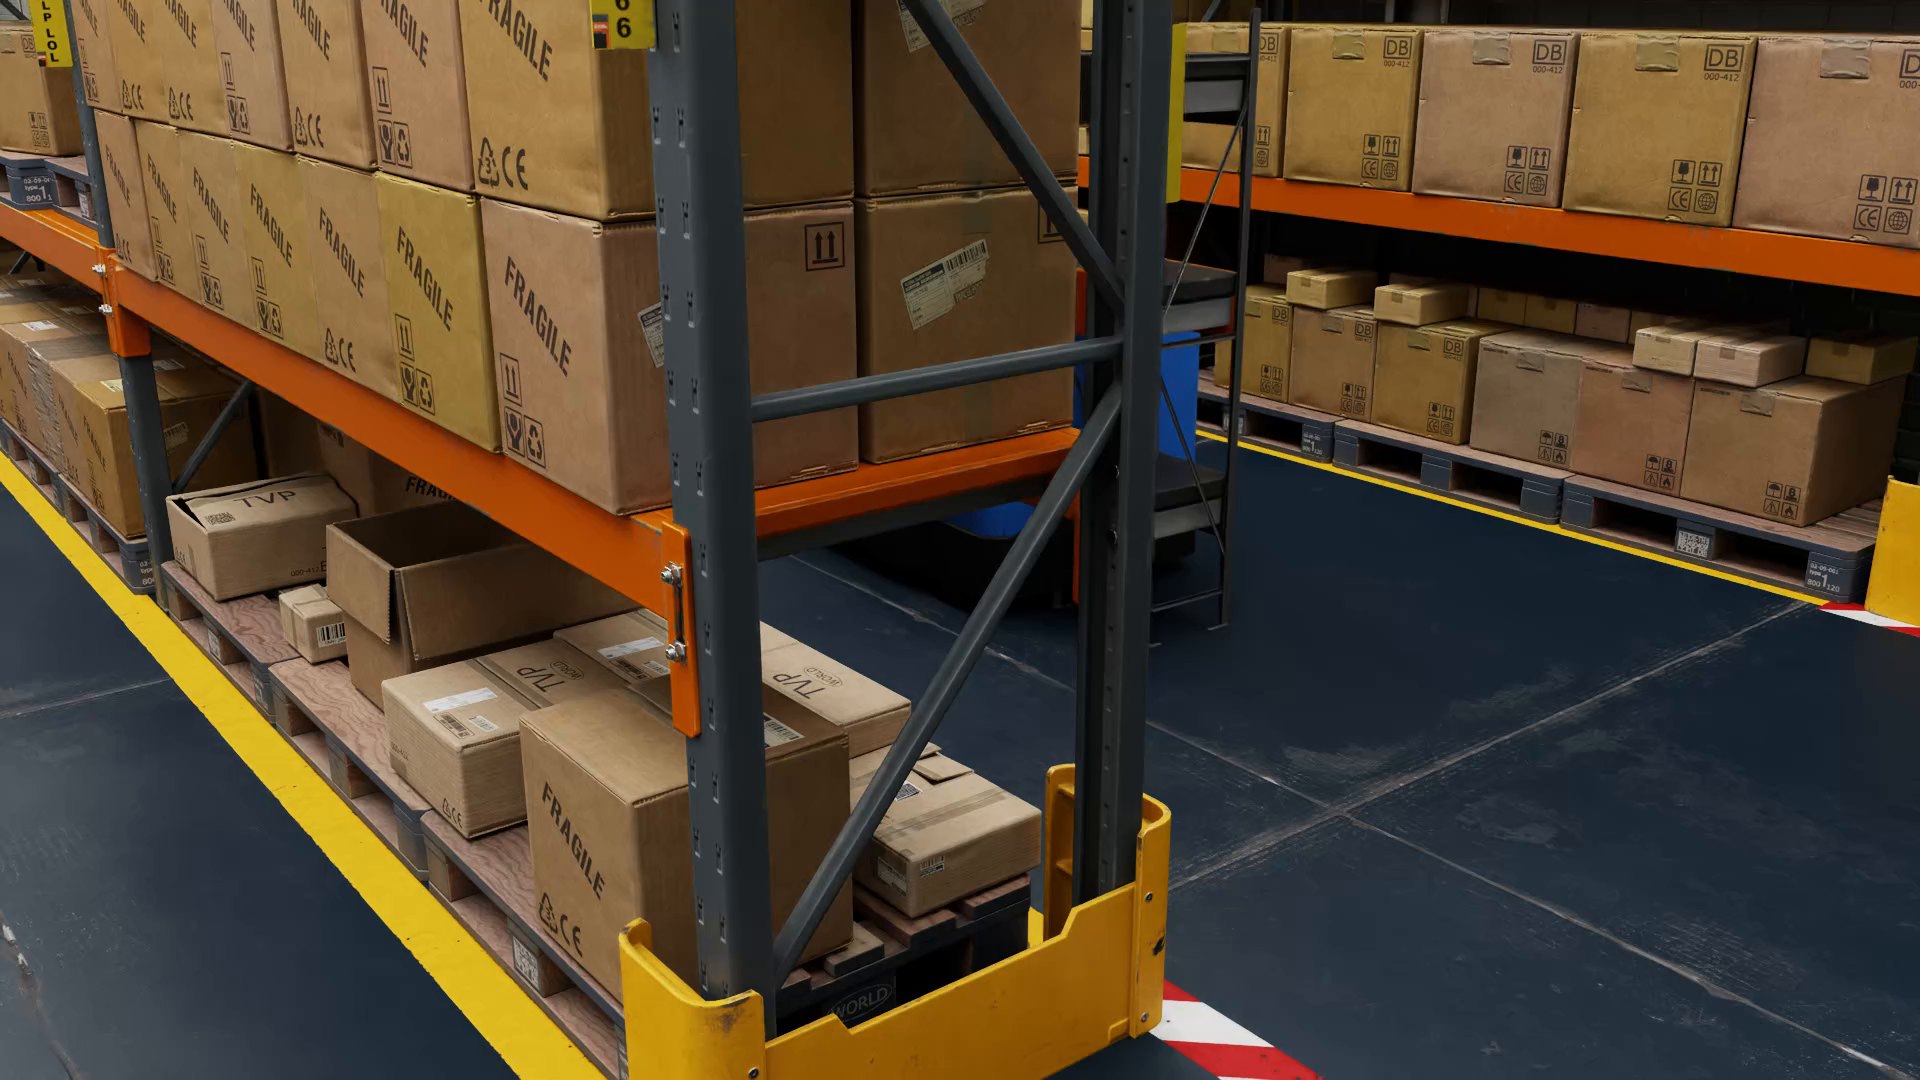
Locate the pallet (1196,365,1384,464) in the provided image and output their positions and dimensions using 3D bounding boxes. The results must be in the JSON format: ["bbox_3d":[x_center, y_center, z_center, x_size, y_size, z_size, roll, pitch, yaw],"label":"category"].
[{"bbox_3d":[1.764,-0.705,8.656,1.003,0.211,1.213,-14,23,-36],"label":"pallet"}]

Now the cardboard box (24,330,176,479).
[{"bbox_3d":[-3.670,-0.599,7.175,0.500,0.500,0.500,-14,23,-35],"label":"cardboard box"}]

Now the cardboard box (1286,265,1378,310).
[{"bbox_3d":[1.807,-1.228,8.075,0.380,0.149,0.250,-13,22,-34],"label":"cardboard box"}]

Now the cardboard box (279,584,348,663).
[{"bbox_3d":[-1.892,0.229,5.206,0.380,0.166,0.250,-14,23,-36],"label":"cardboard box"}]

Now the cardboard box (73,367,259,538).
[{"bbox_3d":[-3.059,-0.352,6.429,0.500,0.500,0.500,-14,23,-36],"label":"cardboard box"}]

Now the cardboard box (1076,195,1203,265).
[{"bbox_3d":[0.848,-1.545,9.509,0.750,0.750,0.750,-14,23,-35],"label":"cardboard box"}]

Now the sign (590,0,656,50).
[{"bbox_3d":[-0.492,-0.874,2.386,0.100,0.325,0.005,-14,23,-36],"label":"sign"}]

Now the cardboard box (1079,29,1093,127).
[{"bbox_3d":[0.869,-2.494,8.959,0.500,0.500,0.500,-14,23,-37],"label":"cardboard box"}]

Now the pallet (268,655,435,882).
[{"bbox_3d":[-1.340,0.530,4.925,1.003,0.211,1.213,-14,23,-36],"label":"pallet"}]

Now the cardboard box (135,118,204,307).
[{"bbox_3d":[-2.104,-1.007,4.972,0.500,0.500,0.500,-13,23,-35],"label":"cardboard box"}]

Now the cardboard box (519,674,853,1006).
[{"bbox_3d":[-0.575,0.614,3.514,0.500,0.500,0.500,-14,23,-36],"label":"cardboard box"}]

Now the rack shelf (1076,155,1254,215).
[{"bbox_3d":[0.111,-2.383,10.431,1.077,0.370,4.000,-14,23,-36],"label":"rack shelf"}]

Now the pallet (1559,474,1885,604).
[{"bbox_3d":[3.279,-0.104,6.840,1.003,0.211,1.213,-14,23,-36],"label":"pallet"}]

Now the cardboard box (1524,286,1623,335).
[{"bbox_3d":[2.770,-1.040,7.507,0.380,0.149,0.250,-14,23,-36],"label":"cardboard box"}]

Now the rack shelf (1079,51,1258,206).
[{"bbox_3d":[0.645,-1.365,5.460,0.431,0.518,0.480,-13,22,-33],"label":"rack shelf"}]

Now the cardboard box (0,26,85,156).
[{"bbox_3d":[-3.673,-1.934,7.104,0.500,0.500,0.700,13,23,35],"label":"cardboard box"}]

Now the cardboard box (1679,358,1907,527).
[{"bbox_3d":[3.324,-0.411,6.642,0.700,0.500,0.500,-14,23,-36],"label":"cardboard box"}]

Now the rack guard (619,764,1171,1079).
[{"bbox_3d":[-0.091,0.890,3.380,1.175,0.500,0.348,-14,23,-36],"label":"rack guard"}]

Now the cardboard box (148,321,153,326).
[{"bbox_3d":[-3.570,-1.179,7.734,0.500,0.250,0.500,-15,23,-37],"label":"cardboard box"}]

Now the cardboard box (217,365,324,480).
[{"bbox_3d":[-2.637,-0.453,6.734,0.500,0.500,0.500,-15,24,-39],"label":"cardboard box"}]

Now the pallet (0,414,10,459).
[{"bbox_3d":[-4.577,-0.734,8.744,1.003,0.211,1.213,-14,23,-36],"label":"pallet"}]

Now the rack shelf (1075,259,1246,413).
[{"bbox_3d":[0.645,-0.700,5.680,0.431,0.518,0.480,-13,22,-33],"label":"rack shelf"}]

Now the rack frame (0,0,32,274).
[{"bbox_3d":[-5.011,-2.249,8.884,1.000,3.000,0.127,-14,23,-36],"label":"rack frame"}]

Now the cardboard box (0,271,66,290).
[{"bbox_3d":[-4.953,-1.104,8.700,0.500,0.500,0.500,-13,22,-34],"label":"cardboard box"}]

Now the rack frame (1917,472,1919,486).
[{"bbox_3d":[3.837,-1.246,5.853,1.000,3.000,0.127,-14,23,-36],"label":"rack frame"}]

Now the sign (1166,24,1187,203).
[{"bbox_3d":[0.381,-0.795,3.114,0.100,0.325,0.005,-14,23,-36],"label":"sign"}]

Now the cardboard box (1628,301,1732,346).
[{"bbox_3d":[3.088,-0.914,7.128,0.380,0.149,0.250,-14,23,-36],"label":"cardboard box"}]

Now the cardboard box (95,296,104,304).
[{"bbox_3d":[-3.925,-0.959,8.264,0.500,0.500,0.500,-15,24,-38],"label":"cardboard box"}]

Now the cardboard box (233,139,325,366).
[{"bbox_3d":[-1.479,-0.758,4.221,0.500,0.500,0.500,-14,23,-37],"label":"cardboard box"}]

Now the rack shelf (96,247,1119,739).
[{"bbox_3d":[-1.286,-0.429,4.532,1.077,0.370,4.000,-14,23,-36],"label":"rack shelf"}]

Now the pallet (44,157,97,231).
[{"bbox_3d":[-2.938,-1.391,6.596,1.003,0.211,1.213,-14,23,-36],"label":"pallet"}]

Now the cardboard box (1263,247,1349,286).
[{"bbox_3d":[1.803,-1.422,8.662,0.380,0.149,0.250,-14,23,-36],"label":"cardboard box"}]

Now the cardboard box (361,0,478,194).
[{"bbox_3d":[-0.850,-0.981,3.302,0.500,0.500,0.500,-13,22,-35],"label":"cardboard box"}]

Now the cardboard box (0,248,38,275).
[{"bbox_3d":[-5.529,-1.491,9.406,0.500,0.311,0.500,-13,22,-35],"label":"cardboard box"}]

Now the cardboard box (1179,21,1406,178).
[{"bbox_3d":[1.677,-2.237,8.369,0.980,0.700,0.700,-14,23,-35],"label":"cardboard box"}]

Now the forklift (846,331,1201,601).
[{"bbox_3d":[-0.343,-1.571,6.944,1.130,2.935,3.031,-13,22,-33],"label":"forklift"}]

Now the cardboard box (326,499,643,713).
[{"bbox_3d":[-1.357,0.174,4.835,0.797,0.503,0.637,-14,23,-36],"label":"cardboard box"}]

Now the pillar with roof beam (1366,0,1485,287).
[{"bbox_3d":[-0.909,-4.235,5.338,9.100,9.000,0.400,-14,23,-36],"label":"pillar with roof beam"}]

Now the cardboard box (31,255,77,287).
[{"bbox_3d":[-5.106,-1.596,9.725,0.500,0.311,0.500,-13,22,-34],"label":"cardboard box"}]

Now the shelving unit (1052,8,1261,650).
[{"bbox_3d":[0.645,-0.713,5.675,0.431,2.100,0.503,-13,22,-33],"label":"shelving unit"}]

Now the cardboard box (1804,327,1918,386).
[{"bbox_3d":[3.558,-0.728,6.565,0.380,0.149,0.250,-14,23,-36],"label":"cardboard box"}]

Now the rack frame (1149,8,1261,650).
[{"bbox_3d":[0.786,-0.650,5.487,0.400,2.100,0.015,-13,22,-33],"label":"rack frame"}]

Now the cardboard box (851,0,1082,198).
[{"bbox_3d":[-0.113,-0.961,3.243,0.500,0.500,0.500,-13,22,-34],"label":"cardboard box"}]

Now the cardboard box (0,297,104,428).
[{"bbox_3d":[-4.316,-0.851,7.938,0.500,0.500,0.500,-14,23,-37],"label":"cardboard box"}]

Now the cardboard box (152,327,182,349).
[{"bbox_3d":[-3.281,-0.707,7.501,0.500,0.500,0.500,-14,23,-35],"label":"cardboard box"}]

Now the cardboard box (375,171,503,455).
[{"bbox_3d":[-0.860,-0.510,3.471,0.500,0.500,0.500,-14,23,-36],"label":"cardboard box"}]

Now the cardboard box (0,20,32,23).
[{"bbox_3d":[-4.532,-2.363,8.400,0.500,0.500,0.700,11,21,30],"label":"cardboard box"}]

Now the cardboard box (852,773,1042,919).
[{"bbox_3d":[-0.035,0.696,3.823,0.380,0.149,0.250,-14,23,-36],"label":"cardboard box"}]

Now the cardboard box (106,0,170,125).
[{"bbox_3d":[-2.135,-1.488,4.834,0.500,0.500,0.500,-15,23,-38],"label":"cardboard box"}]

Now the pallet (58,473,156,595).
[{"bbox_3d":[-3.062,-0.133,6.928,1.003,0.211,1.213,-14,23,-36],"label":"pallet"}]

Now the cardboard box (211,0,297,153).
[{"bbox_3d":[-1.495,-1.234,4.067,0.500,0.500,0.500,-13,22,-34],"label":"cardboard box"}]

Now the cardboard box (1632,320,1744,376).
[{"bbox_3d":[2.942,-0.778,6.718,0.380,0.149,0.250,-13,22,-35],"label":"cardboard box"}]

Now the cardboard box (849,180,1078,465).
[{"bbox_3d":[-0.113,-0.486,3.400,0.500,0.500,0.500,-13,23,-35],"label":"cardboard box"}]

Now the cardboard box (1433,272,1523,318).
[{"bbox_3d":[2.452,-1.166,7.887,0.380,0.149,0.250,-14,23,-36],"label":"cardboard box"}]

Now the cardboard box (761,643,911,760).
[{"bbox_3d":[-0.470,0.506,4.237,0.500,0.250,0.500,-14,23,-36],"label":"cardboard box"}]

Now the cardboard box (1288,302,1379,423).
[{"bbox_3d":[2.047,-0.915,8.164,0.700,0.500,0.500,-14,23,-37],"label":"cardboard box"}]

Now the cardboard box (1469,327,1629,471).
[{"bbox_3d":[2.700,-0.659,7.388,0.700,0.500,0.500,-15,23,-38],"label":"cardboard box"}]

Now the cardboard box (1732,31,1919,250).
[{"bbox_3d":[3.512,-1.512,6.179,0.980,0.700,0.700,-13,22,-34],"label":"cardboard box"}]

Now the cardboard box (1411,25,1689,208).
[{"bbox_3d":[2.586,-1.879,7.287,0.980,0.700,0.700,-15,24,-39],"label":"cardboard box"}]
